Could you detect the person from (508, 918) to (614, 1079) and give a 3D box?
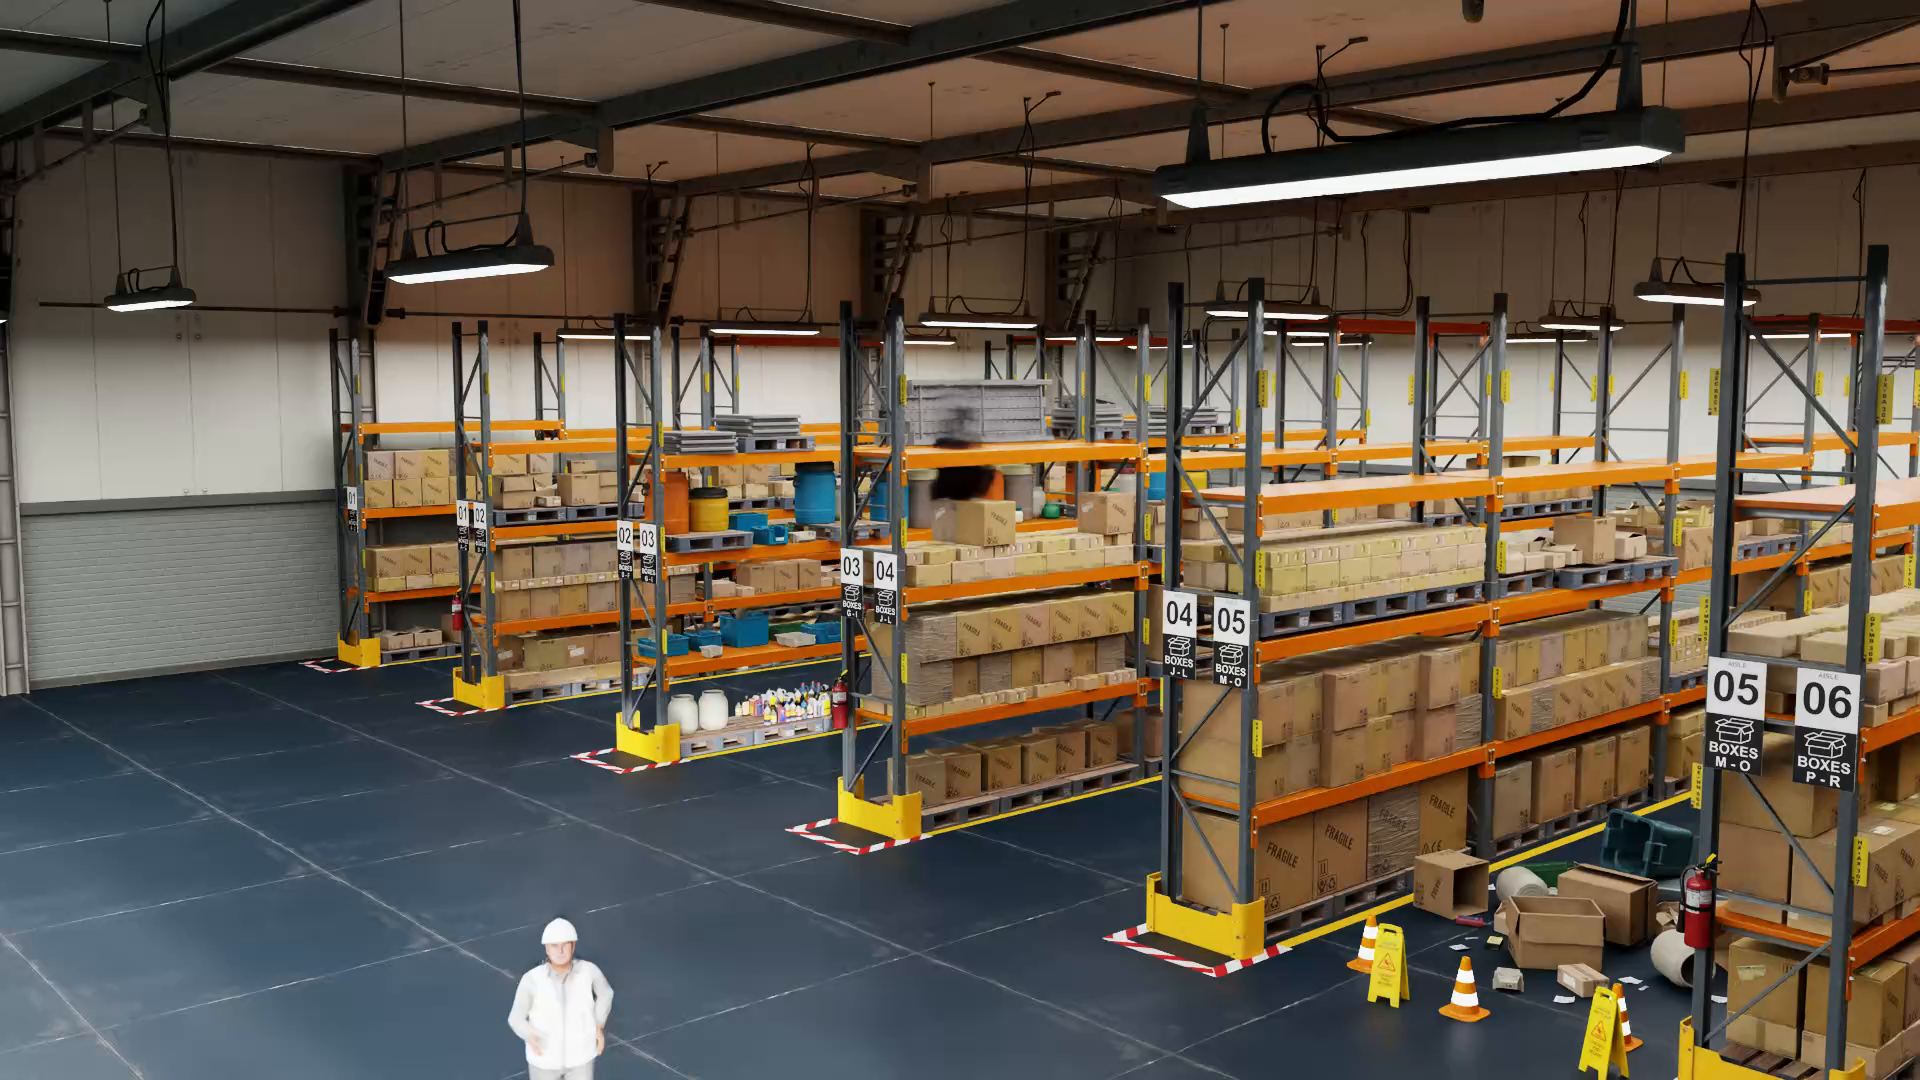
[{"bbox_3d":[-2.497,3.253,10.478,0.660,1.758,0.904,-2,6,-16],"label":"person"}]

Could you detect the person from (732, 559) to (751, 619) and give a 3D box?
[{"bbox_3d":[-4.127,1.207,31.468,0.992,1.693,0.678,-5,8,-42],"label":"person"}]
